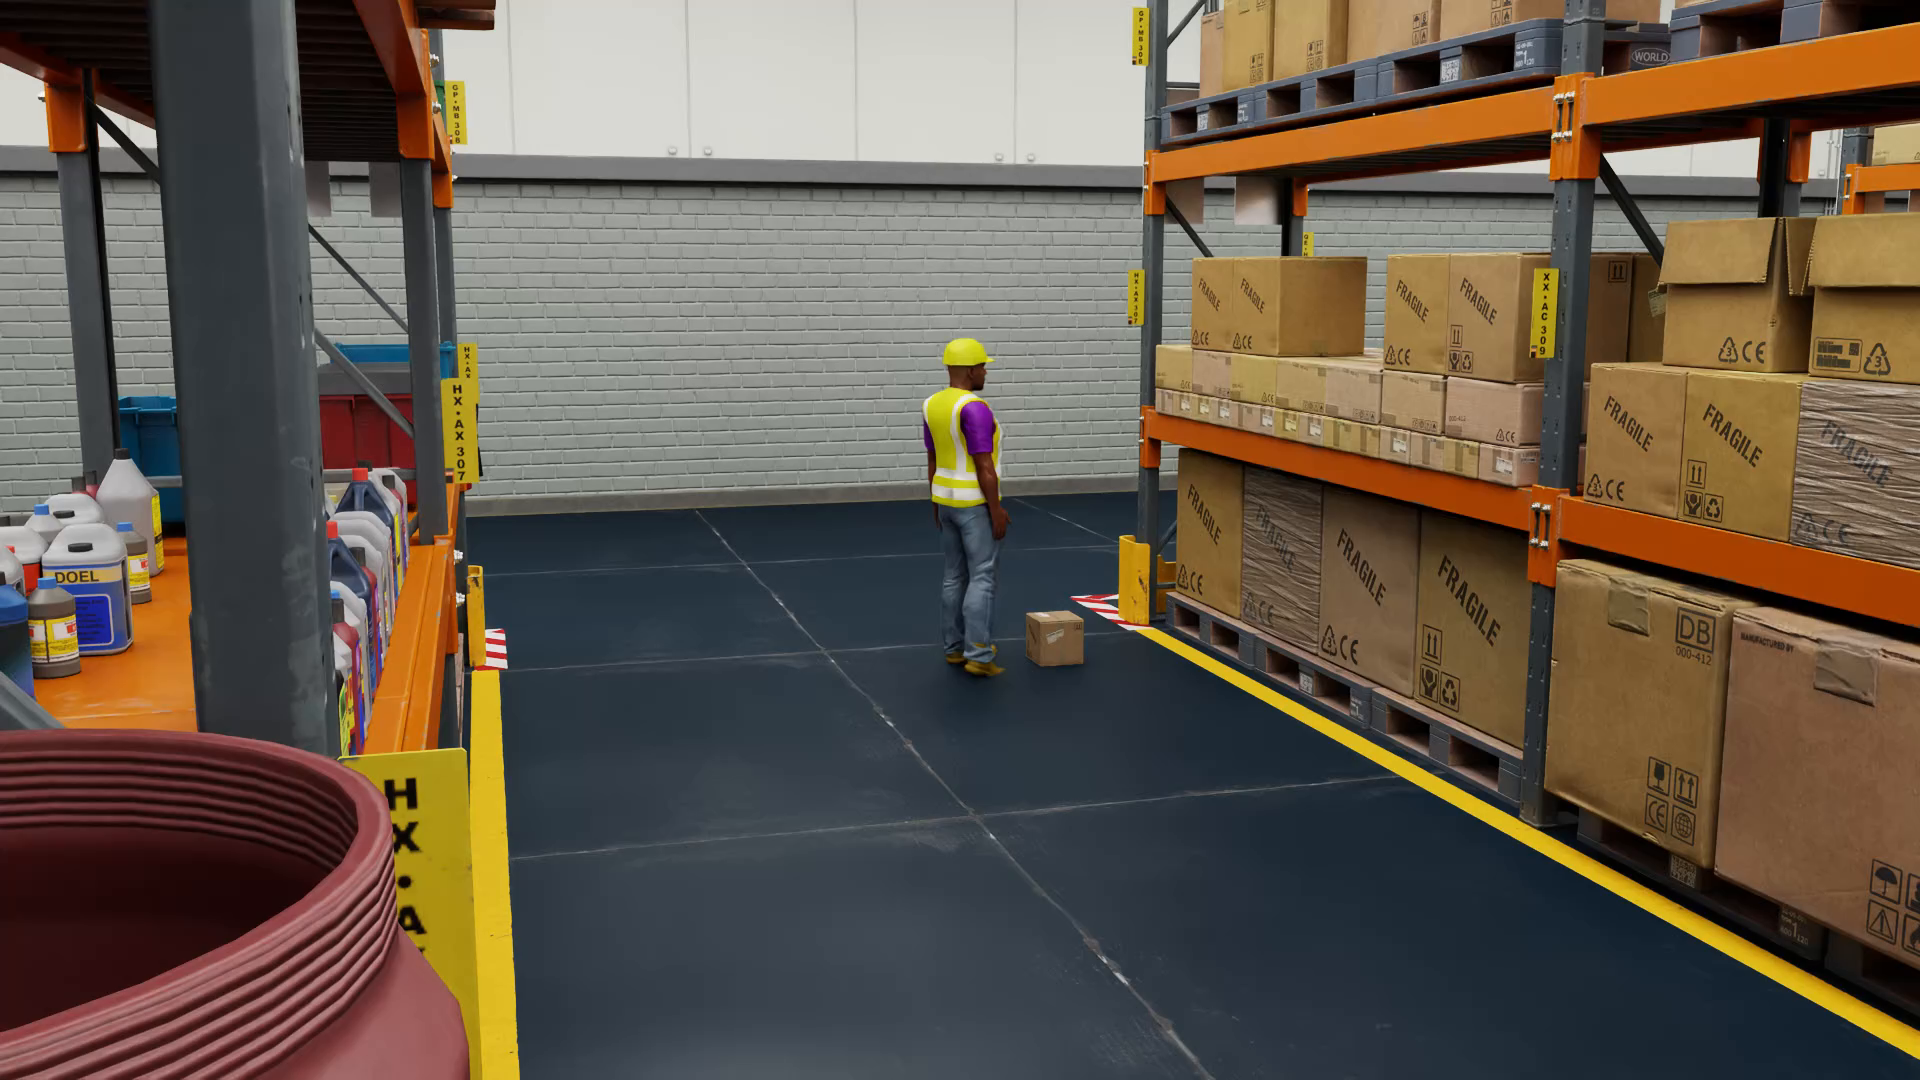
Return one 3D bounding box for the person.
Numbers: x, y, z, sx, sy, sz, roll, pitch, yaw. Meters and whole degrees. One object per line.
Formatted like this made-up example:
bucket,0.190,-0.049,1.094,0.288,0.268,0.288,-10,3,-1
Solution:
person,0.063,-0.173,8.943,0.412,1.815,0.599,-5,11,-29
